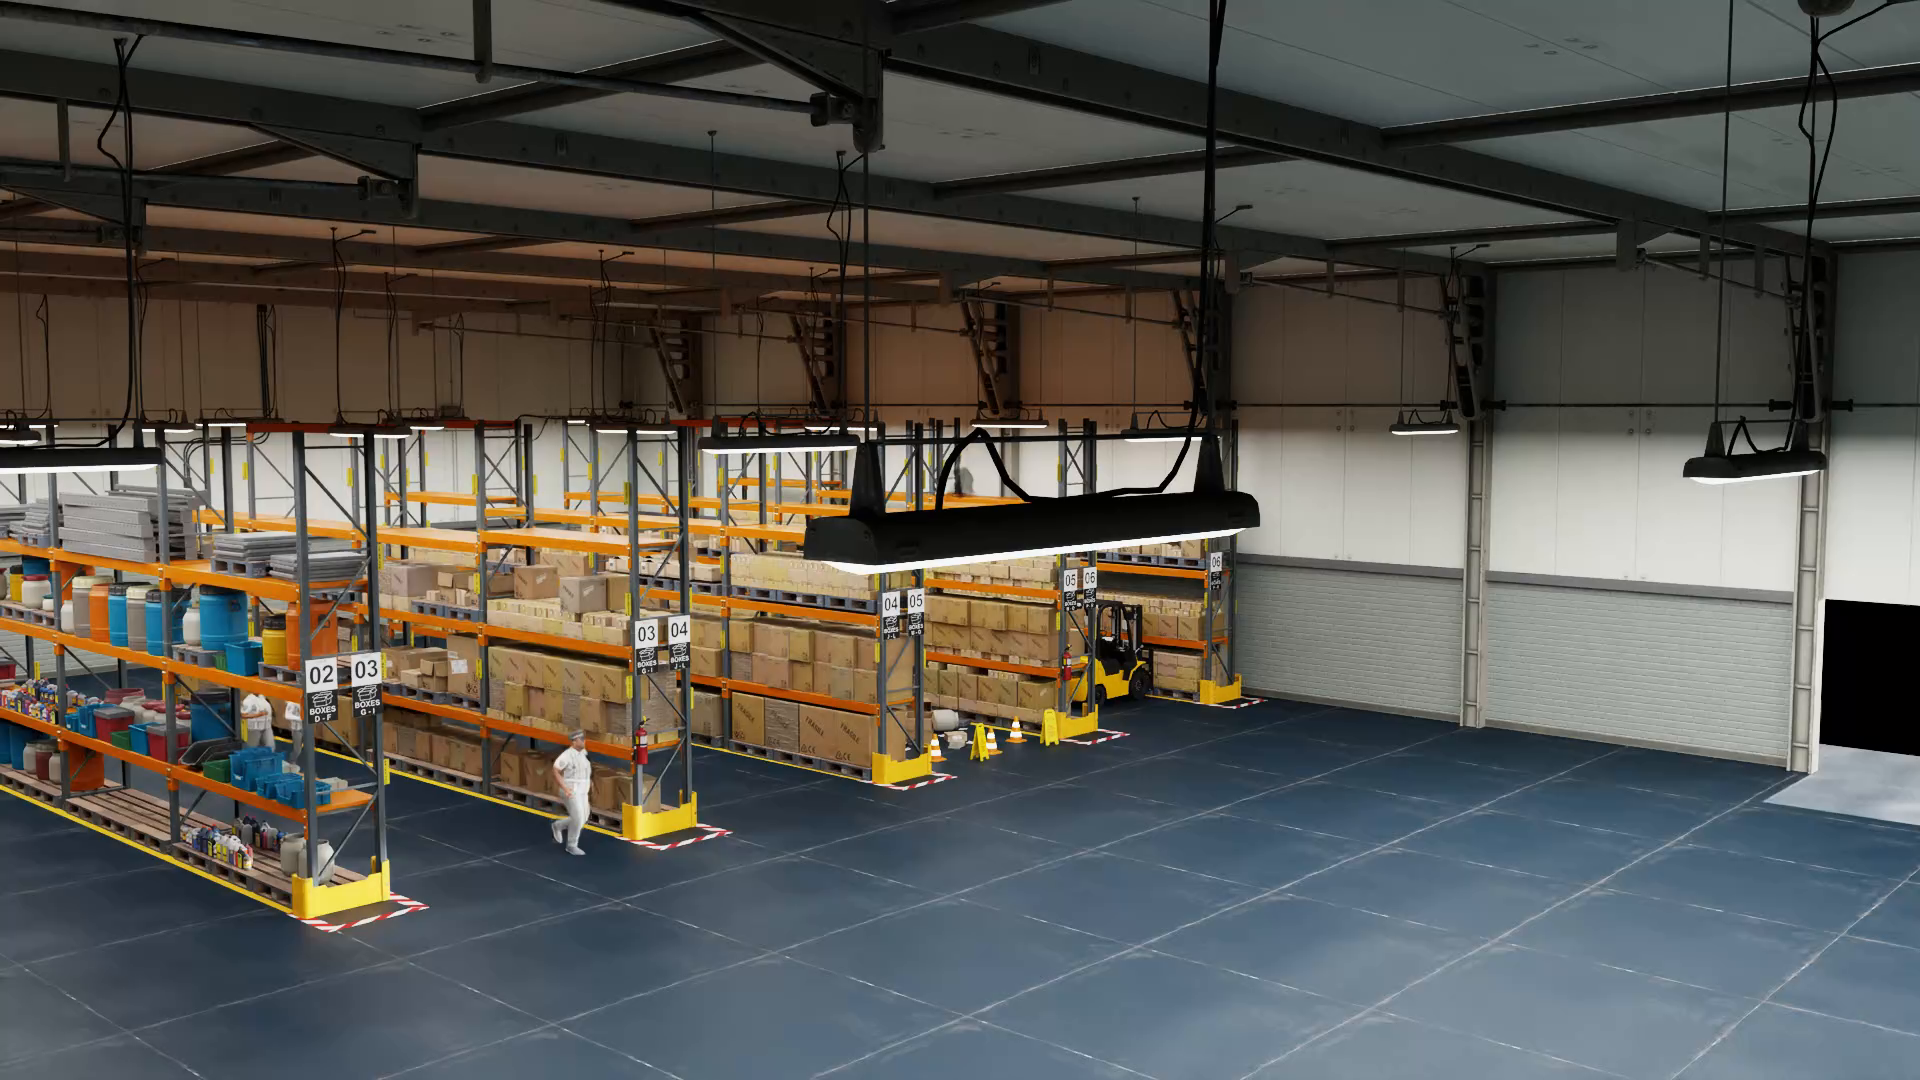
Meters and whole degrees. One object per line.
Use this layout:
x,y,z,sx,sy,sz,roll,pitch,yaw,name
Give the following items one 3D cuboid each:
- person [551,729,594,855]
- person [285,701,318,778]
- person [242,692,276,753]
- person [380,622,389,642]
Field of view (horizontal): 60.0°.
-5.517,3.560,23.643,0.675,1.749,0.706,2,5,23,person
-11.060,3.205,27.911,0.830,1.730,0.601,4,6,40,person
-11.802,3.197,27.961,0.854,1.685,0.603,3,5,29,person
-12.709,2.567,36.306,0.622,1.638,0.909,-5,6,-44,person
